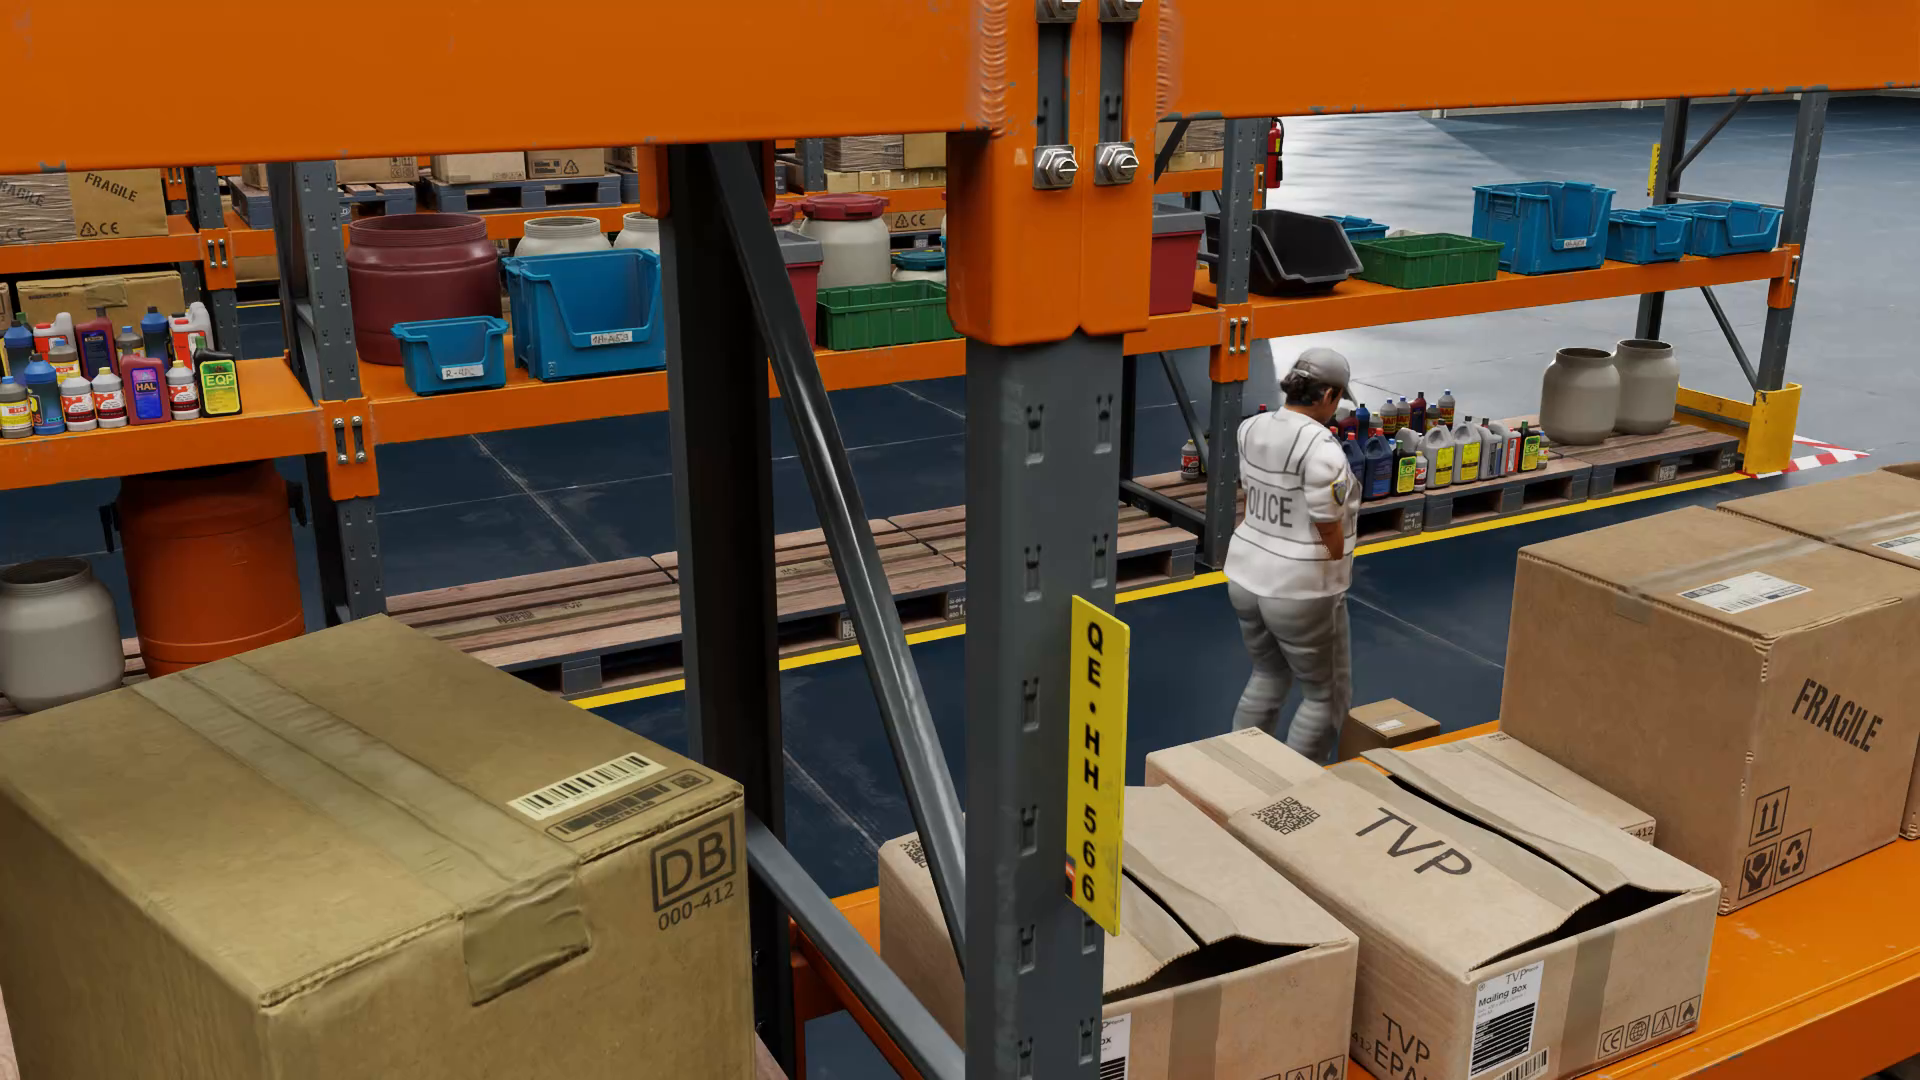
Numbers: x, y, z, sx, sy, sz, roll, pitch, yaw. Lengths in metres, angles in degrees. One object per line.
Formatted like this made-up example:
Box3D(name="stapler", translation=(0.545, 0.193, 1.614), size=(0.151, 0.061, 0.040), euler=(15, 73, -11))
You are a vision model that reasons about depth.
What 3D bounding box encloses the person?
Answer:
Box3D(name="person", translation=(1.118, 0.167, 5.614), size=(0.429, 1.643, 0.483), euler=(-9, 21, -26))
